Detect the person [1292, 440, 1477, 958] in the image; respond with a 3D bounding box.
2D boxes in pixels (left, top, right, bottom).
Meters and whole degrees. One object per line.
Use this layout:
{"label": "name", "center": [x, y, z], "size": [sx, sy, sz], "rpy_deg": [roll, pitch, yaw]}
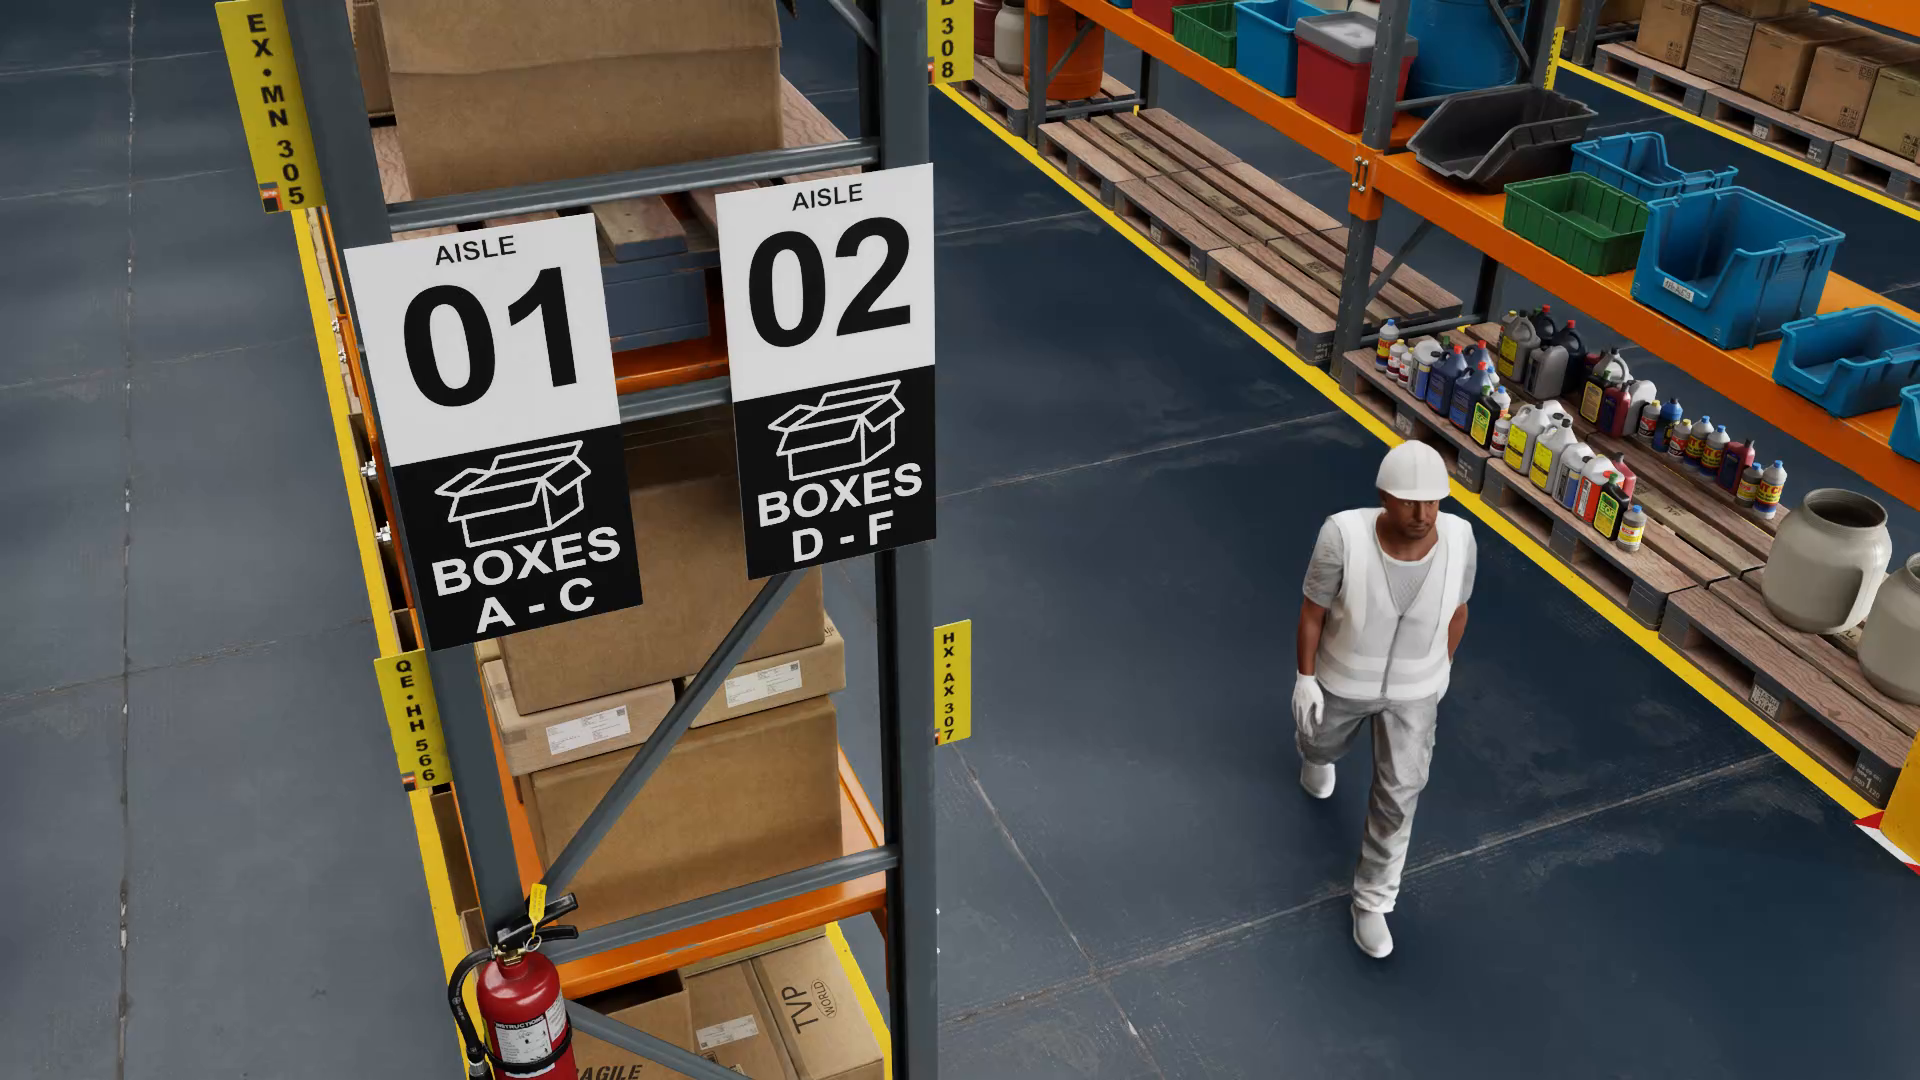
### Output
{"label": "person", "center": [1.368, 0.423, 5.484], "size": [0.547, 1.751, 1.022], "rpy_deg": [4, 33, 6]}
